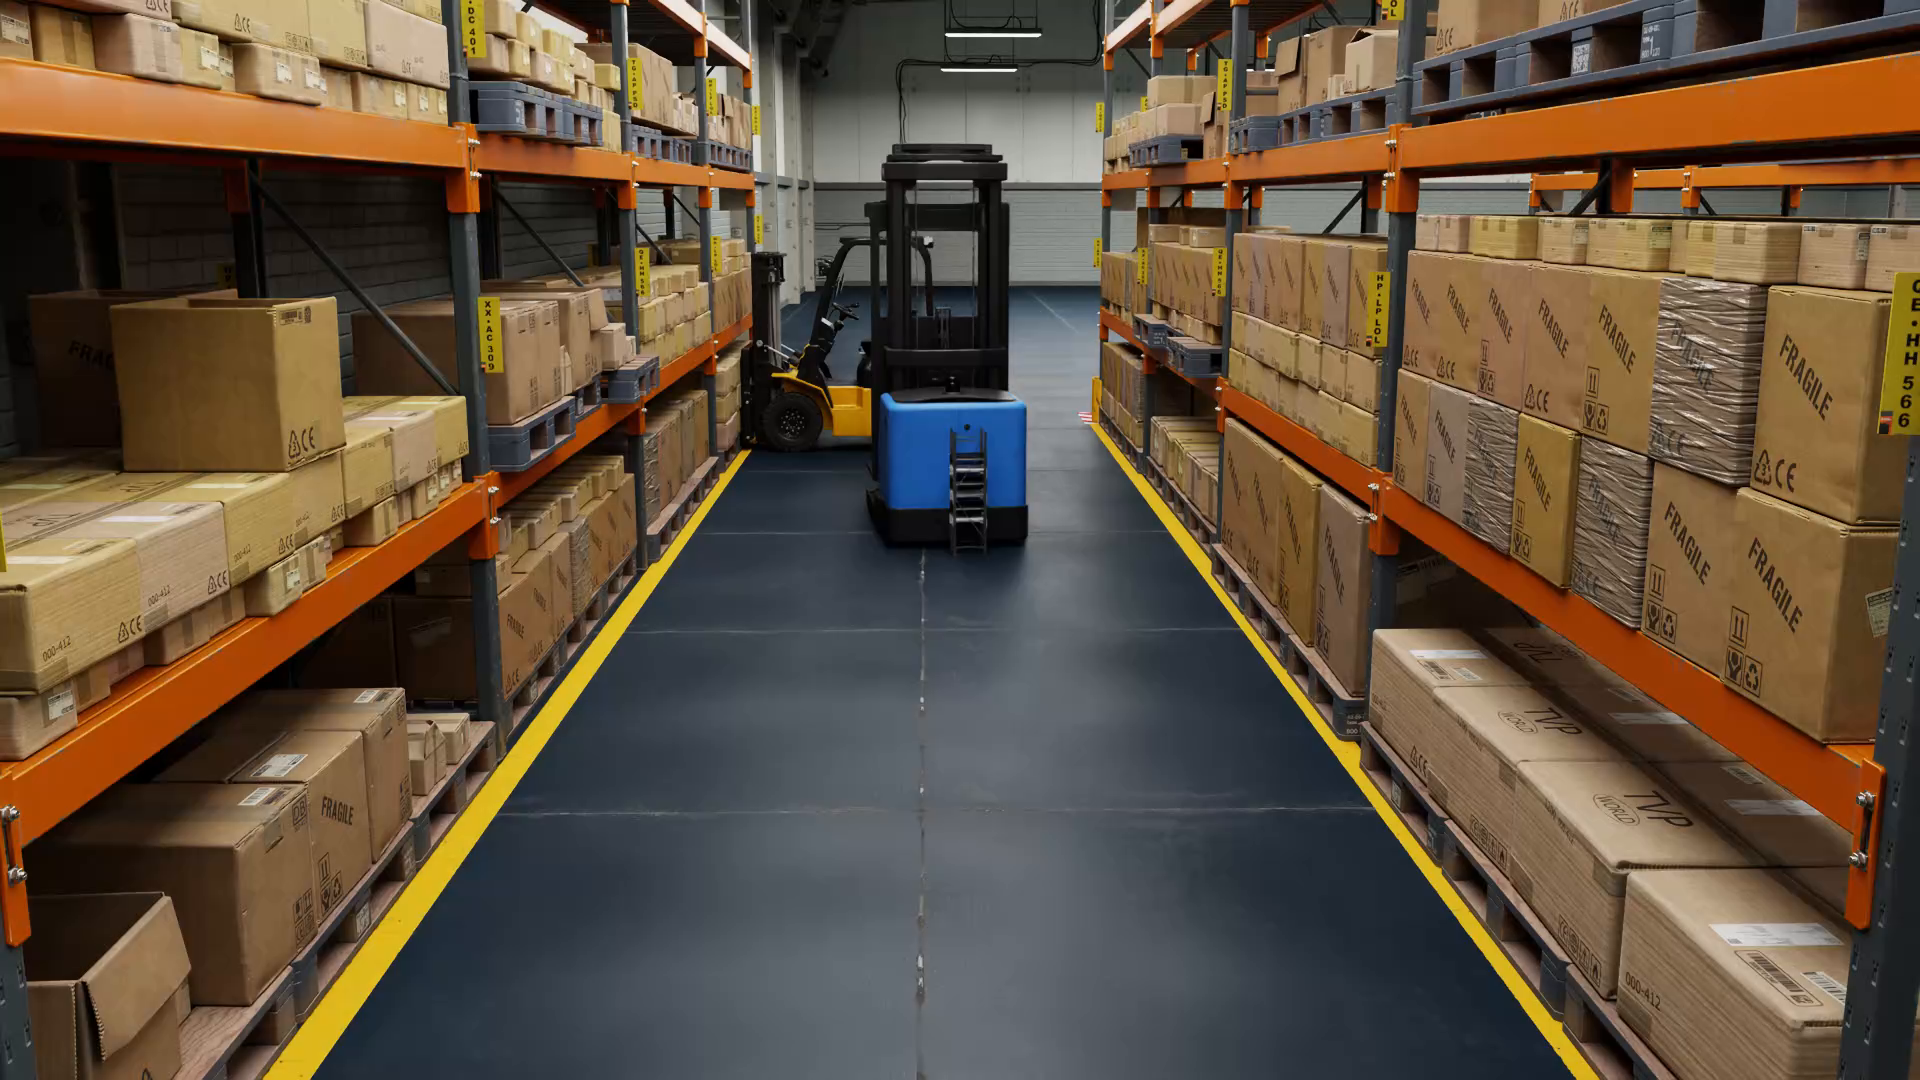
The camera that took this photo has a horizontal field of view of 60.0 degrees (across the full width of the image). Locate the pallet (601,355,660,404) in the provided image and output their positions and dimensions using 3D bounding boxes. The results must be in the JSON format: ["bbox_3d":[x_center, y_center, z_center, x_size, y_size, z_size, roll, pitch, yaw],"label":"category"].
[{"bbox_3d":[-2.586,-1.030,10.574,1.213,0.211,1.003,0,11,-1],"label":"pallet"}]

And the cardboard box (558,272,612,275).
[{"bbox_3d":[-2.975,-2.047,13.219,0.380,0.149,0.250,0,11,-1],"label":"cardboard box"}]

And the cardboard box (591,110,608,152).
[{"bbox_3d":[-2.406,-2.454,9.944,0.500,0.250,0.500,0,11,-1],"label":"cardboard box"}]

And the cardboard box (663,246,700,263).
[{"bbox_3d":[-2.576,-2.682,15.606,0.380,0.149,0.250,0,11,0],"label":"cardboard box"}]

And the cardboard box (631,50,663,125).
[{"bbox_3d":[-2.552,-3.277,12.065,0.700,0.500,0.500,0,11,-2],"label":"cardboard box"}]

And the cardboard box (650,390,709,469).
[{"bbox_3d":[-2.731,-0.992,14.821,0.875,0.625,0.625,0,11,1],"label":"cardboard box"}]

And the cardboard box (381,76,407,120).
[{"bbox_3d":[-2.286,-1.638,6.176,0.380,0.149,0.250,0,11,1],"label":"cardboard box"}]

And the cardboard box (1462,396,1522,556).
[{"bbox_3d":[2.133,-0.240,5.947,0.500,0.500,0.500,0,11,-1],"label":"cardboard box"}]

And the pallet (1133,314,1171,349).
[{"bbox_3d":[2.080,-1.828,14.509,1.003,0.211,1.213,0,11,-1],"label":"pallet"}]

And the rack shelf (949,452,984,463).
[{"bbox_3d":[0.059,-0.581,11.967,0.258,0.077,0.200,-1,12,-7],"label":"rack shelf"}]

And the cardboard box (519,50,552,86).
[{"bbox_3d":[-2.190,-2.278,8.025,0.380,0.149,0.250,0,11,0],"label":"cardboard box"}]

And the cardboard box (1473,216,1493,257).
[{"bbox_3d":[2.134,-1.126,6.169,0.380,0.149,0.250,0,11,-2],"label":"cardboard box"}]

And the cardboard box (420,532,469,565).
[{"bbox_3d":[-2.390,0.020,7.767,0.380,0.149,0.250,0,11,-2],"label":"cardboard box"}]

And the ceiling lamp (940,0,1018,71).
[{"bbox_3d":[0.486,-13.722,42.884,2.000,3.185,0.800,0,11,-1],"label":"ceiling lamp"}]

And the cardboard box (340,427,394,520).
[{"bbox_3d":[-2.311,-0.237,5.811,0.500,0.250,0.500,0,11,-2],"label":"cardboard box"}]

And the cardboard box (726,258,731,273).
[{"bbox_3d":[-2.494,-2.740,16.635,0.380,0.149,0.250,-1,11,-3],"label":"cardboard box"}]

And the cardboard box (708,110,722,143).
[{"bbox_3d":[-2.527,-3.901,15.616,0.500,0.311,0.500,0,11,0],"label":"cardboard box"}]

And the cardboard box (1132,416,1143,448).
[{"bbox_3d":[1.929,-1.049,16.047,0.500,0.250,0.500,0,11,1],"label":"cardboard box"}]

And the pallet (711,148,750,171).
[{"bbox_3d":[-2.847,-4.135,18.074,1.003,0.211,1.213,0,11,-1],"label":"pallet"}]

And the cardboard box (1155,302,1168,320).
[{"bbox_3d":[1.901,-1.997,14.432,0.380,0.149,0.250,0,11,0],"label":"cardboard box"}]

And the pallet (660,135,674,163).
[{"bbox_3d":[-2.800,-2.993,12.697,1.003,0.211,1.213,0,11,1],"label":"pallet"}]

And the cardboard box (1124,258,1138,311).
[{"bbox_3d":[1.919,-2.562,16.645,0.500,0.500,0.500,0,11,0],"label":"cardboard box"}]

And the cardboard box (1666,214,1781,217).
[{"bbox_3d":[7.183,-2.791,15.681,0.875,0.550,0.550,0,11,-1],"label":"cardboard box"}]

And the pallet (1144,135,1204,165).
[{"bbox_3d":[2.140,-3.123,13.339,1.213,0.211,1.003,0,11,-1],"label":"pallet"}]

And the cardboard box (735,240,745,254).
[{"bbox_3d":[-2.549,-3.190,18.109,0.380,0.149,0.250,0,11,0],"label":"cardboard box"}]

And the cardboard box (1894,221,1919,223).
[{"bbox_3d":[2.736,-0.774,4.433,0.380,0.149,0.250,-1,11,-3],"label":"cardboard box"}]

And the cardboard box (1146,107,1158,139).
[{"bbox_3d":[1.832,-3.459,13.839,0.500,0.250,0.500,0,11,-2],"label":"cardboard box"}]

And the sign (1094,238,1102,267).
[{"bbox_3d":[1.584,-3.292,19.064,0.100,0.325,0.005,0,11,-1],"label":"sign"}]

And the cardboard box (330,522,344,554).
[{"bbox_3d":[-2.367,-0.020,5.745,0.380,0.149,0.250,0,11,0],"label":"cardboard box"}]

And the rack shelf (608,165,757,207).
[{"bbox_3d":[-2.794,-3.569,16.870,1.077,0.370,4.000,0,11,-1],"label":"rack shelf"}]

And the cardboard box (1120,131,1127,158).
[{"bbox_3d":[1.898,-4.007,16.848,0.500,0.250,0.500,0,11,0],"label":"cardboard box"}]

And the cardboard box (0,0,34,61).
[{"bbox_3d":[-2.311,-1.132,3.680,0.380,0.149,0.250,0,11,0],"label":"cardboard box"}]

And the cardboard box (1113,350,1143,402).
[{"bbox_3d":[1.885,-1.726,17.495,0.500,0.500,0.500,0,11,0],"label":"cardboard box"}]

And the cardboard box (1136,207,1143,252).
[{"bbox_3d":[2.356,-3.454,18.526,0.700,0.500,0.500,-1,11,-3],"label":"cardboard box"}]

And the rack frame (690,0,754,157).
[{"bbox_3d":[-2.836,-5.789,18.460,1.000,3.000,0.127,0,11,-1],"label":"rack frame"}]

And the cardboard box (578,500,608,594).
[{"bbox_3d":[-2.433,0.047,10.012,0.500,0.500,0.500,0,11,1],"label":"cardboard box"}]

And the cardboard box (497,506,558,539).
[{"bbox_3d":[-2.419,-0.094,9.076,0.380,0.149,0.250,0,11,1],"label":"cardboard box"}]

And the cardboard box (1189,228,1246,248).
[{"bbox_3d":[1.976,-2.322,12.774,0.380,0.149,0.250,-1,11,-4],"label":"cardboard box"}]

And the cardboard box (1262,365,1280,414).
[{"bbox_3d":[2.084,-0.902,9.836,0.500,0.250,0.500,0,11,1],"label":"cardboard box"}]

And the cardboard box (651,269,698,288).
[{"bbox_3d":[-2.410,-2.202,13.984,0.380,0.149,0.250,-1,11,-3],"label":"cardboard box"}]

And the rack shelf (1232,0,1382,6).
[{"bbox_3d":[2.333,-3.274,8.877,1.077,0.370,4.000,0,11,-1],"label":"rack shelf"}]

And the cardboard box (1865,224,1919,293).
[{"bbox_3d":[2.250,-0.617,3.657,0.380,0.149,0.250,0,11,0],"label":"cardboard box"}]

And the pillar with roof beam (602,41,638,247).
[{"bbox_3d":[0.582,-5.664,17.847,9.100,9.000,0.400,0,11,-1],"label":"pillar with roof beam"}]

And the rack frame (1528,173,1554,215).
[{"bbox_3d":[7.074,-2.910,19.360,1.000,3.000,0.127,0,11,-1],"label":"rack frame"}]

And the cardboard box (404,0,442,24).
[{"bbox_3d":[-2.337,-2.151,6.447,0.500,0.250,0.500,0,11,-1],"label":"cardboard box"}]

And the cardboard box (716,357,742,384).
[{"bbox_3d":[-2.472,-1.700,16.738,0.500,0.250,0.500,0,11,1],"label":"cardboard box"}]

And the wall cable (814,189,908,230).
[{"bbox_3d":[-3.081,-10.680,50.377,3.097,2.526,0.112,0,11,-1],"label":"wall cable"}]

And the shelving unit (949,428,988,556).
[{"bbox_3d":[0.059,-0.349,12.015,0.258,0.900,0.210,-1,12,-7],"label":"shelving unit"}]

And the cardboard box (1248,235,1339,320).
[{"bbox_3d":[2.078,-1.621,10.239,0.500,0.500,0.500,0,11,-1],"label":"cardboard box"}]

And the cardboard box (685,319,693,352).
[{"bbox_3d":[-2.486,-1.682,13.684,0.500,0.250,0.500,0,11,-1],"label":"cardboard box"}]

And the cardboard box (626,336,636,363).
[{"bbox_3d":[-2.273,-1.212,10.566,0.380,0.149,0.250,0,11,0],"label":"cardboard box"}]

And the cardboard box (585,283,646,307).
[{"bbox_3d":[-2.383,-1.690,11.462,0.380,0.149,0.250,0,11,1],"label":"cardboard box"}]

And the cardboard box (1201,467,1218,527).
[{"bbox_3d":[2.290,-0.310,12.096,0.950,0.372,0.625,-1,12,-5],"label":"cardboard box"}]

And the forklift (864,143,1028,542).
[{"bbox_3d":[-0.188,-1.663,13.386,1.130,2.935,3.031,-1,12,-7],"label":"forklift"}]

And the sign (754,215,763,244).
[{"bbox_3d":[-2.293,-3.532,18.915,0.100,0.325,0.005,0,11,-1],"label":"sign"}]

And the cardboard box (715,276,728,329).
[{"bbox_3d":[-2.529,-2.295,16.078,0.500,0.500,0.500,0,11,0],"label":"cardboard box"}]
